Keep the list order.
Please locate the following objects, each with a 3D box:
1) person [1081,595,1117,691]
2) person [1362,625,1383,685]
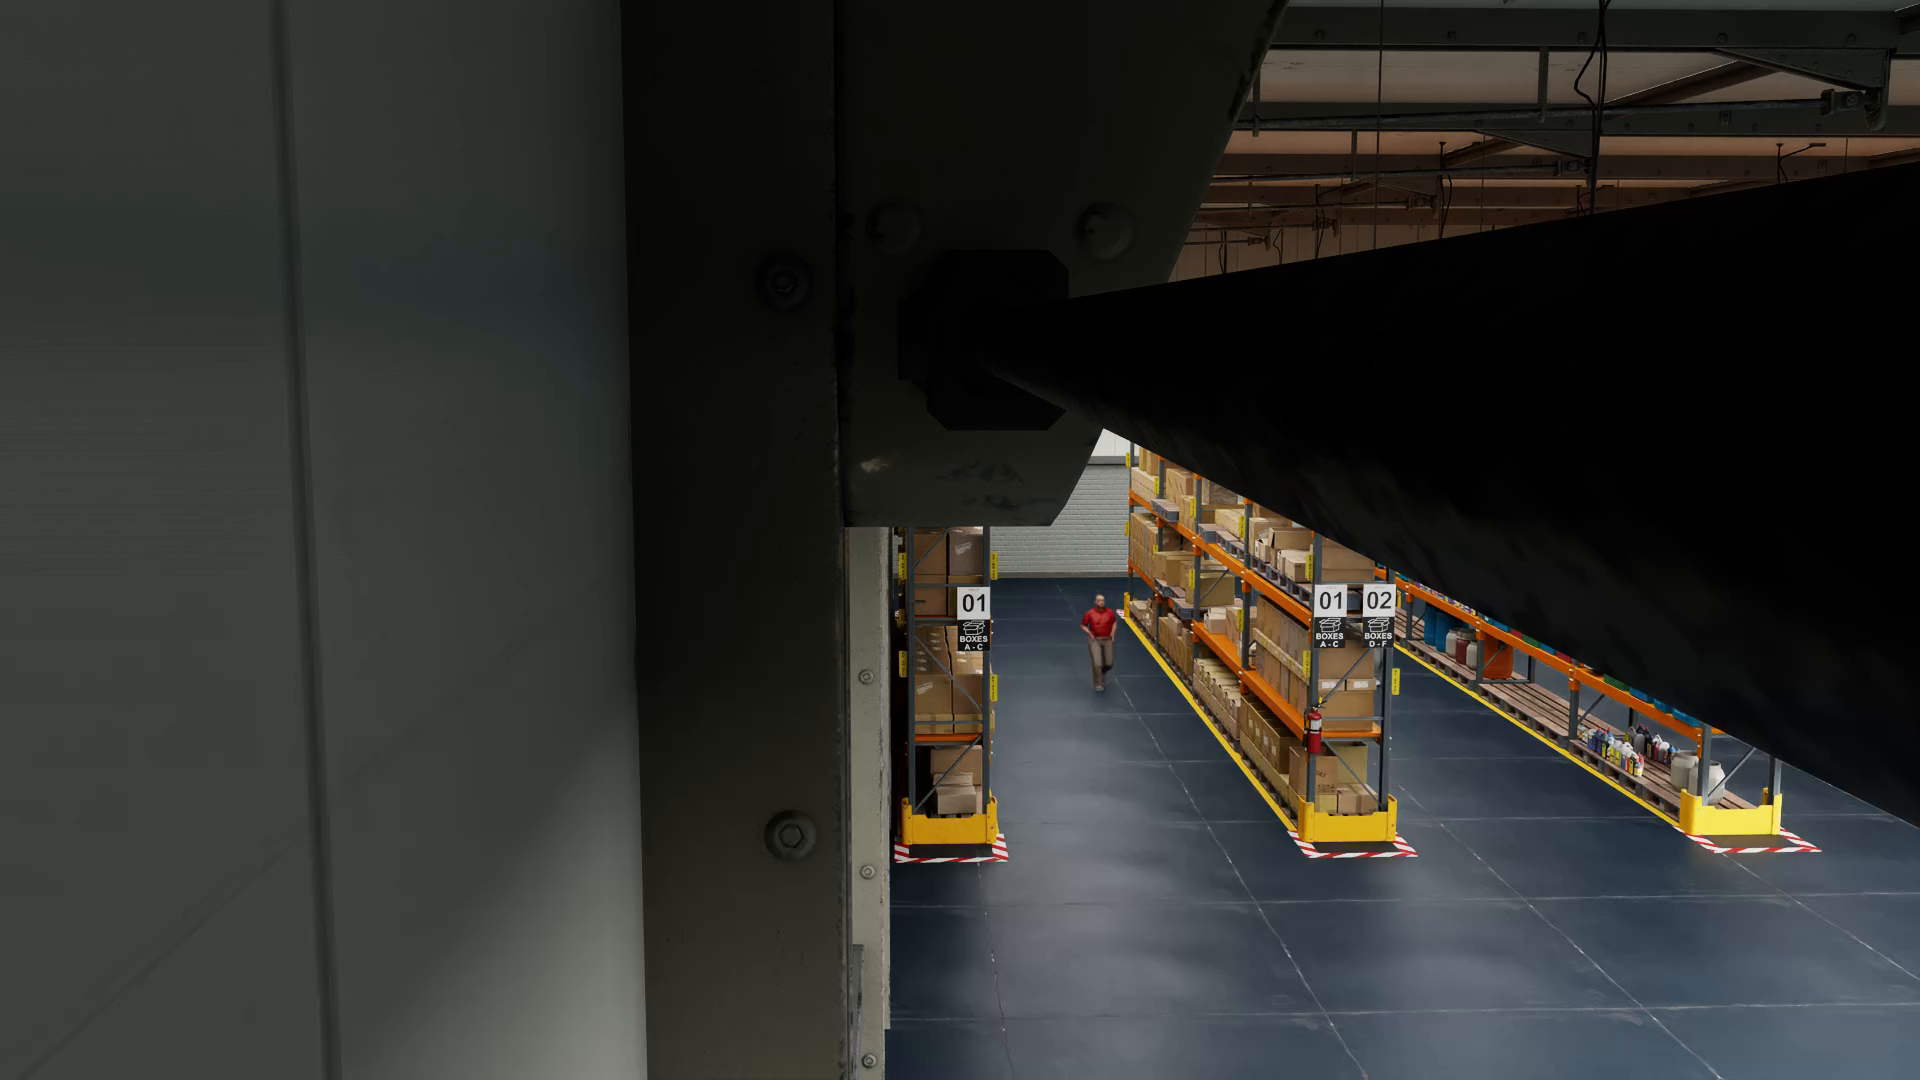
[{"bbox_3d":[2.445,1.787,29.012,0.659,1.674,0.622,-1,7,-9],"label":"person"},{"bbox_3d":[7.374,1.765,29.332,0.539,1.626,0.541,0,7,-2],"label":"person"}]
